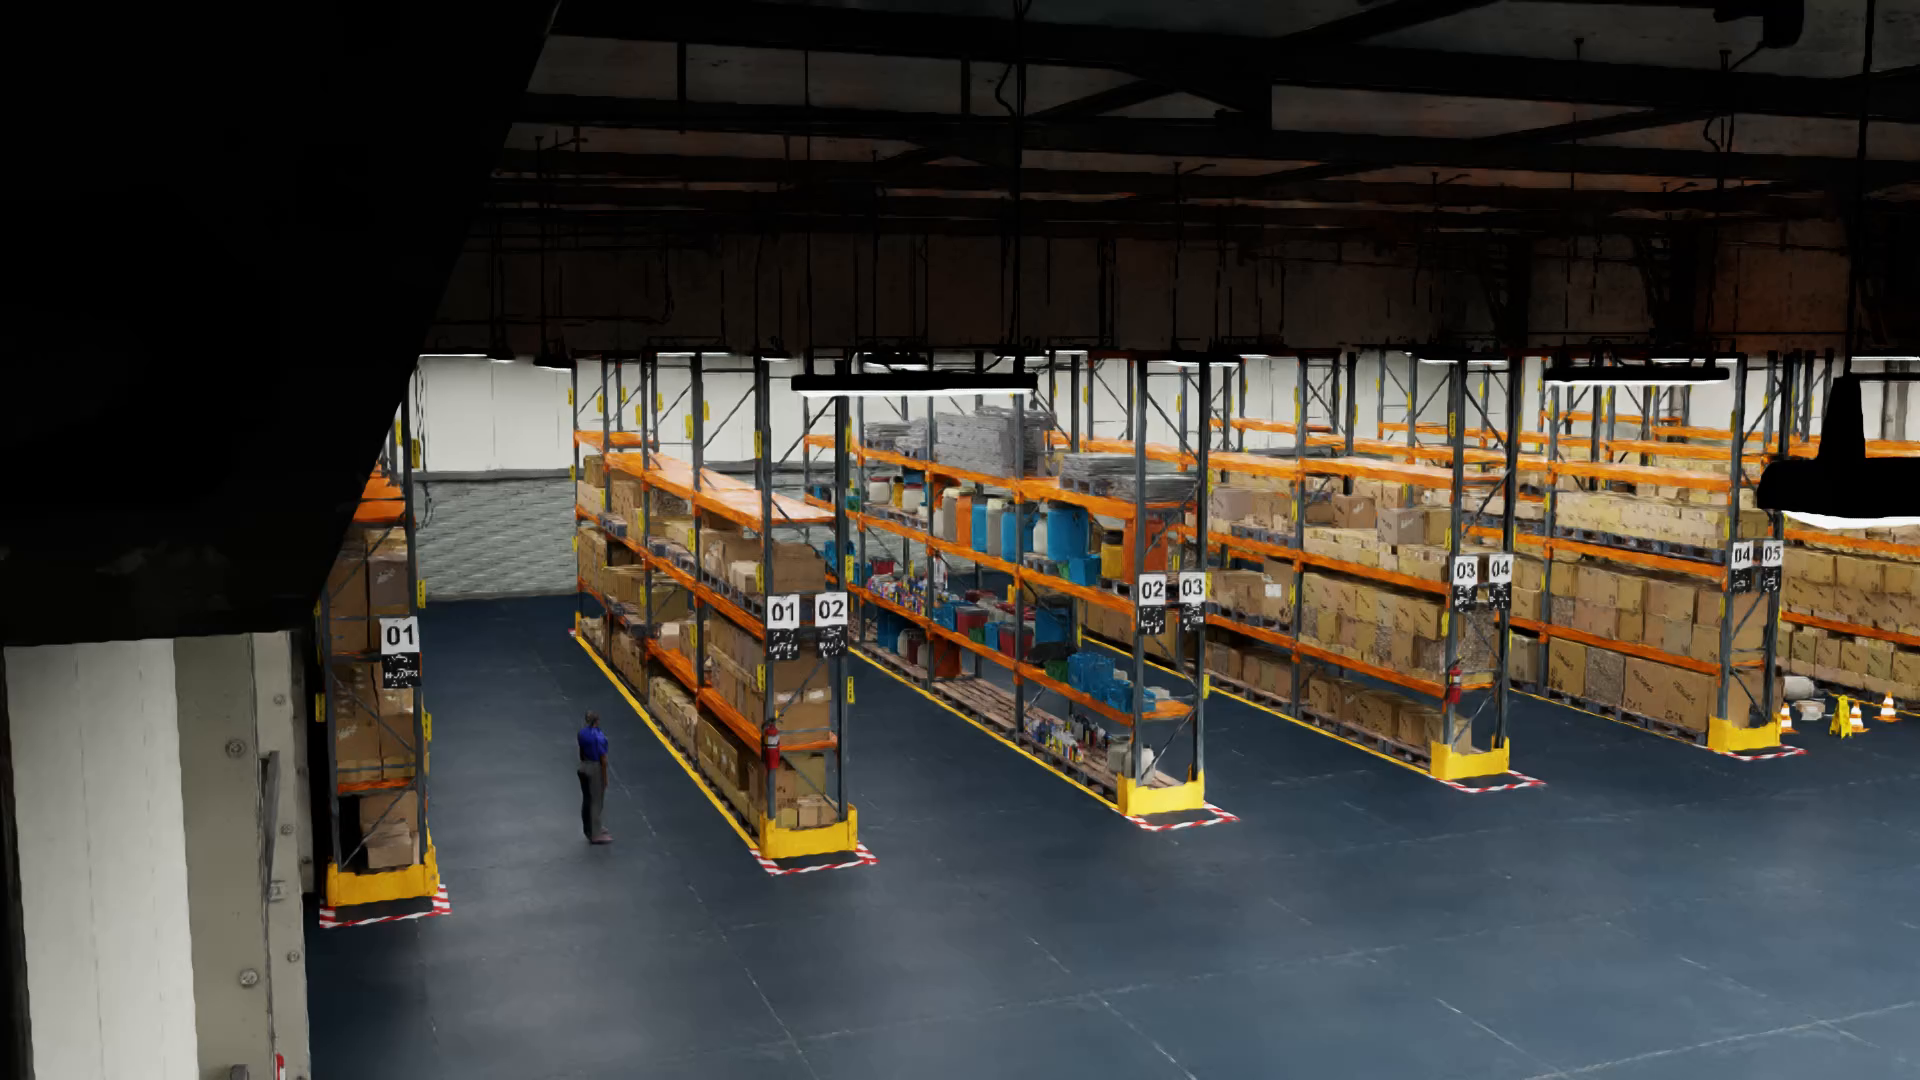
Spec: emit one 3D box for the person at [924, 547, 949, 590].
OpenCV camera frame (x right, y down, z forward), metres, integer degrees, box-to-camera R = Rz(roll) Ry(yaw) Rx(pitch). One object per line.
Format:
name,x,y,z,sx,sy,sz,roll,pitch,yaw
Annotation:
person,-0.495,0.904,36.705,0.551,1.707,1.109,-3,8,-23

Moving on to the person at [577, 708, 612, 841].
person,-4.568,2.915,20.831,0.502,1.663,0.422,6,9,39
